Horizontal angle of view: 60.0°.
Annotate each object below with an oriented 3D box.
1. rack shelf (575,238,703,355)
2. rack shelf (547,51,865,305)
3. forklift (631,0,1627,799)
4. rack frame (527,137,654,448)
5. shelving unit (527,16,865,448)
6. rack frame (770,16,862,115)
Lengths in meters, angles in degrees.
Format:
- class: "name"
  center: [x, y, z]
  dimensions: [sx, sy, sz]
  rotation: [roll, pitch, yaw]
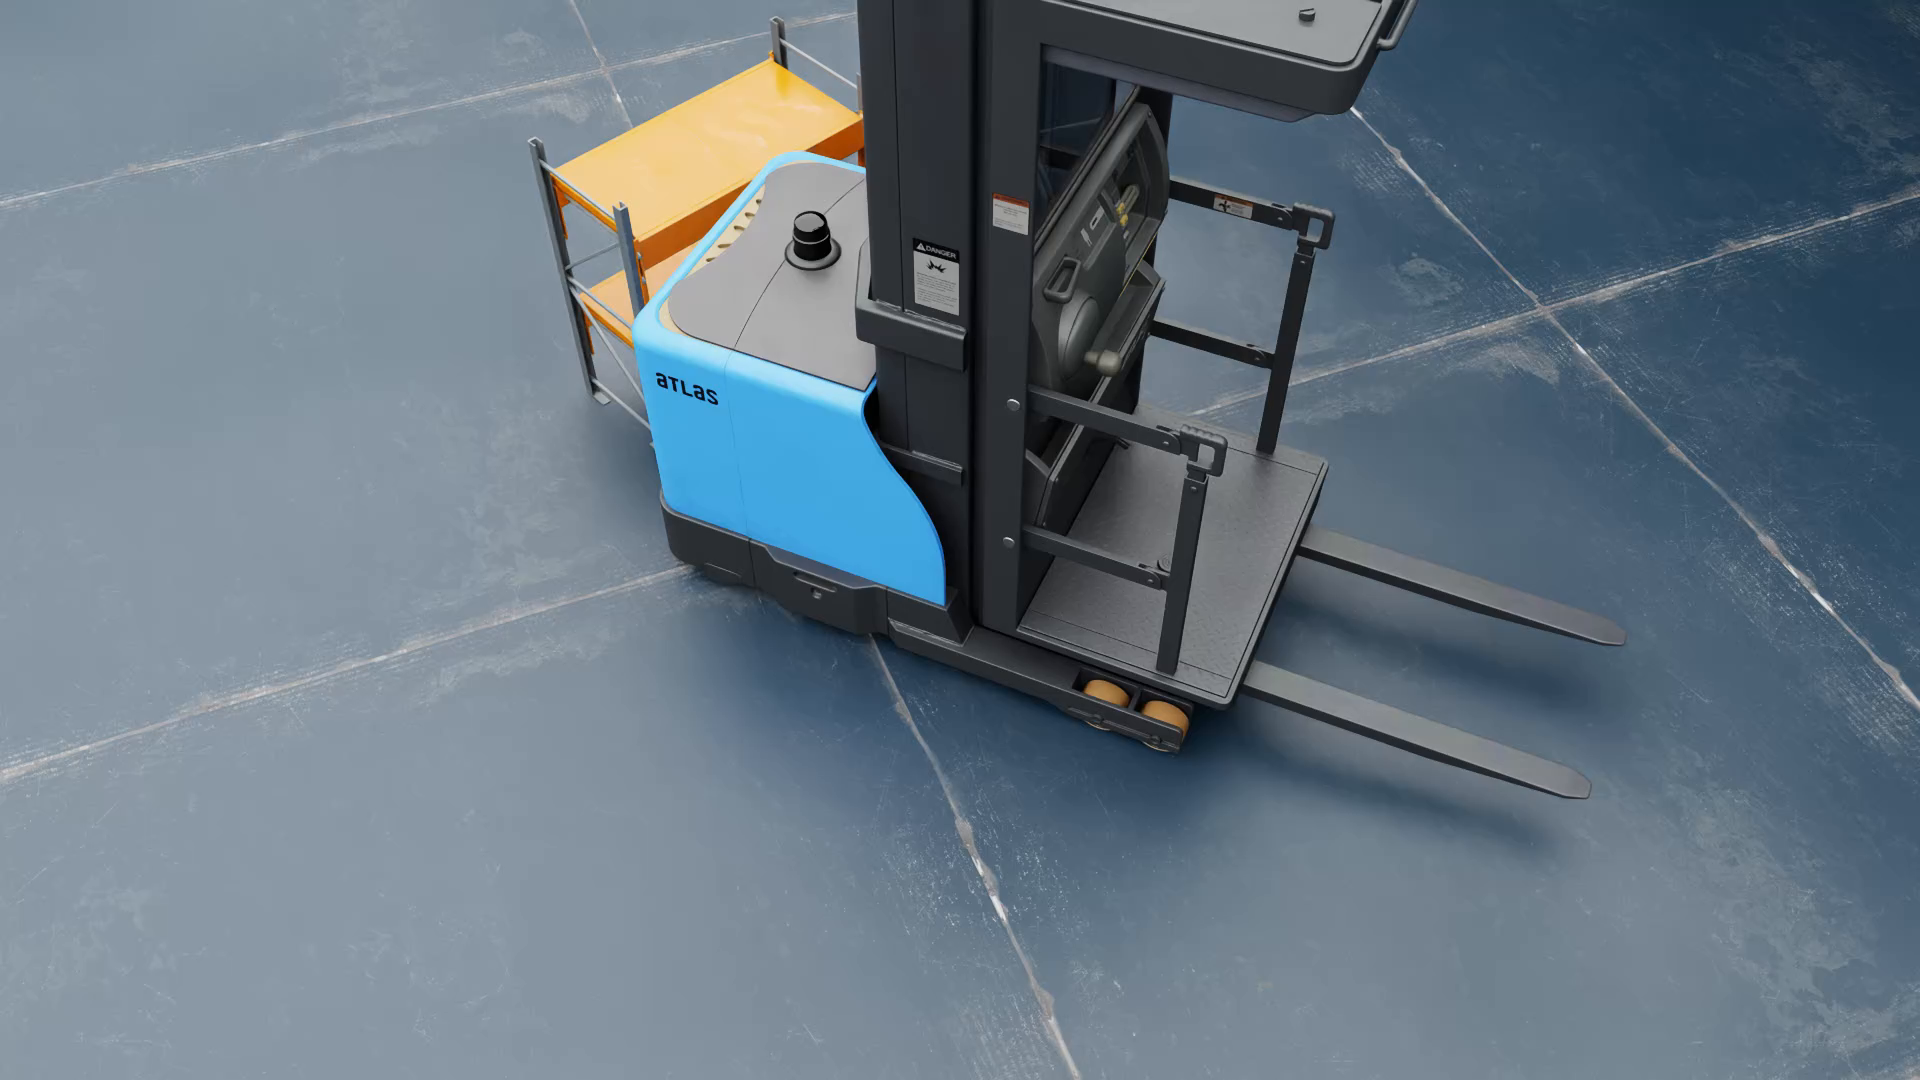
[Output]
- class: "rack shelf"
  center: [-0.849, -0.906, 6.109]
  dimensions: [1.000, 0.278, 0.538]
  rotation: [-36, 58, -27]
- class: "rack shelf"
  center: [-0.849, -1.256, 5.701]
  dimensions: [1.000, 0.278, 0.538]
  rotation: [-36, 58, -27]
- class: "forklift"
  center: [0.573, -0.760, 4.471]
  dimensions: [3.031, 2.935, 1.130]
  rotation: [19, 52, 15]
- class: "rack frame"
  center: [-1.214, -0.797, 5.693]
  dimensions: [0.032, 1.125, 0.500]
  rotation: [-36, 58, -27]
- class: "shelving unit"
  center: [-0.849, -1.065, 5.923]
  dimensions: [1.048, 1.125, 0.538]
  rotation: [-36, 58, -27]
- class: "rack frame"
  center: [-0.484, -1.333, 6.154]
  dimensions: [0.032, 1.125, 0.500]
  rotation: [-36, 58, -27]
